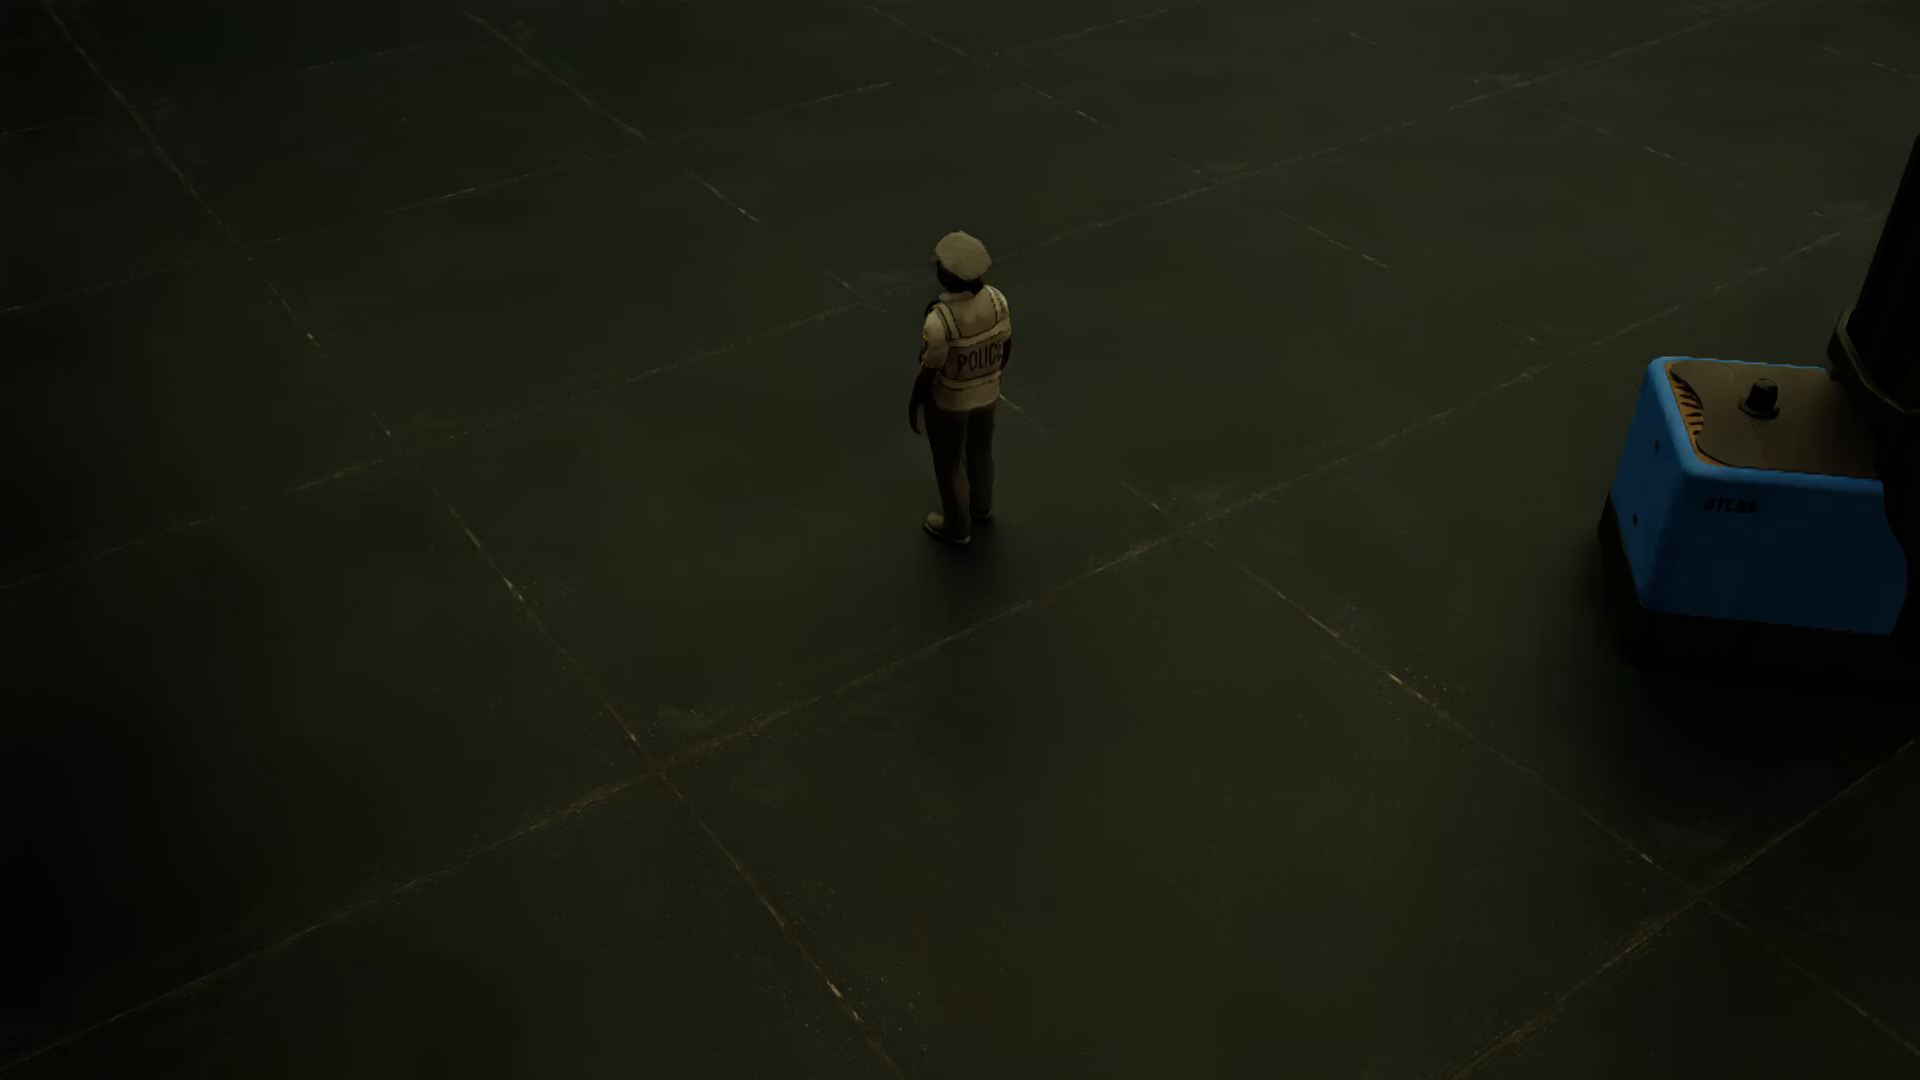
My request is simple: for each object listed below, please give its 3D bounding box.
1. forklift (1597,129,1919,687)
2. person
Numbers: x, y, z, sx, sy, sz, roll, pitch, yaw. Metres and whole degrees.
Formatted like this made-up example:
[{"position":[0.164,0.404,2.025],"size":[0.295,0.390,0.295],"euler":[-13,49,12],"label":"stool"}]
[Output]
[{"position":[4.625,-0.766,6.981],"size":[3.031,2.935,1.130],"euler":[5,37,7],"label":"forklift"},{"position":[-0.027,-0.730,7.961],"size":[0.570,1.693,0.529],"euler":[-23,42,-28],"label":"person"}]
